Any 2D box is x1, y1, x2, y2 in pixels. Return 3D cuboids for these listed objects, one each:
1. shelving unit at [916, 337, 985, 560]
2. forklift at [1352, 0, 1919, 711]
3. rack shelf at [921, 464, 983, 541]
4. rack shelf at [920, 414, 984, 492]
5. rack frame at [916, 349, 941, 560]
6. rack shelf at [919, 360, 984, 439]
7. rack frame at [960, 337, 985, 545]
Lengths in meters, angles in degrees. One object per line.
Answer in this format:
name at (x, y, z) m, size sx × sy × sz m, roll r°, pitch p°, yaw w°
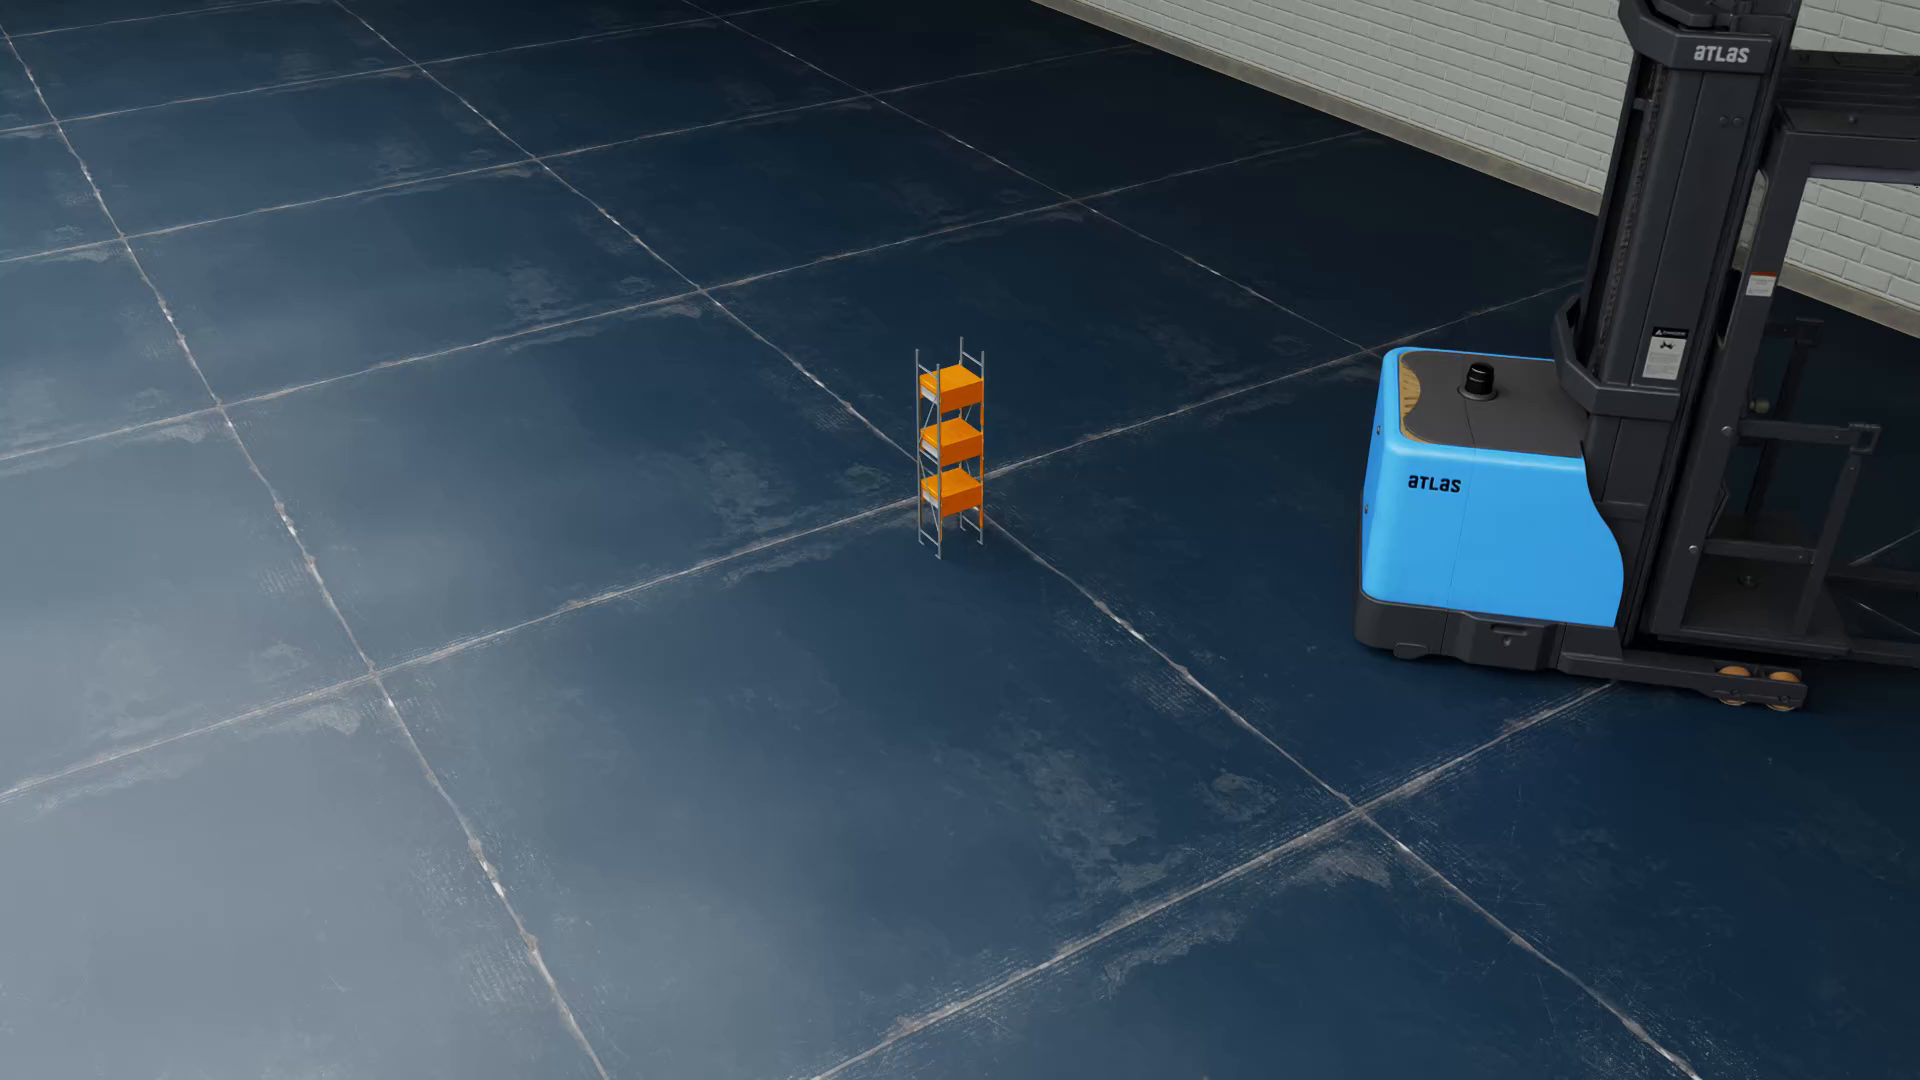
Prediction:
shelving unit at (-0.045, -0.429, 7.945) m, size 0.252 × 1.050 × 0.215 m, roll -19°, pitch 37°, yaw -27°
forklift at (3.331, -0.821, 6.805) m, size 3.031 × 2.935 × 1.130 m, roll 6°, pitch 33°, yaw 10°
rack shelf at (-0.045, -0.185, 8.099) m, size 0.240 × 0.259 × 0.215 m, roll -19°, pitch 37°, yaw -27°
rack shelf at (-0.045, -0.420, 7.951) m, size 0.240 × 0.259 × 0.215 m, roll -19°, pitch 37°, yaw -27°
rack frame at (-0.148, -0.393, 7.889) m, size 0.008 × 1.050 × 0.200 m, roll -19°, pitch 37°, yaw -27°
rack shelf at (-0.045, -0.660, 7.800) m, size 0.240 × 0.259 × 0.215 m, roll -19°, pitch 37°, yaw -27°
rack frame at (0.058, -0.464, 8.001) m, size 0.008 × 1.050 × 0.200 m, roll -19°, pitch 37°, yaw -27°
